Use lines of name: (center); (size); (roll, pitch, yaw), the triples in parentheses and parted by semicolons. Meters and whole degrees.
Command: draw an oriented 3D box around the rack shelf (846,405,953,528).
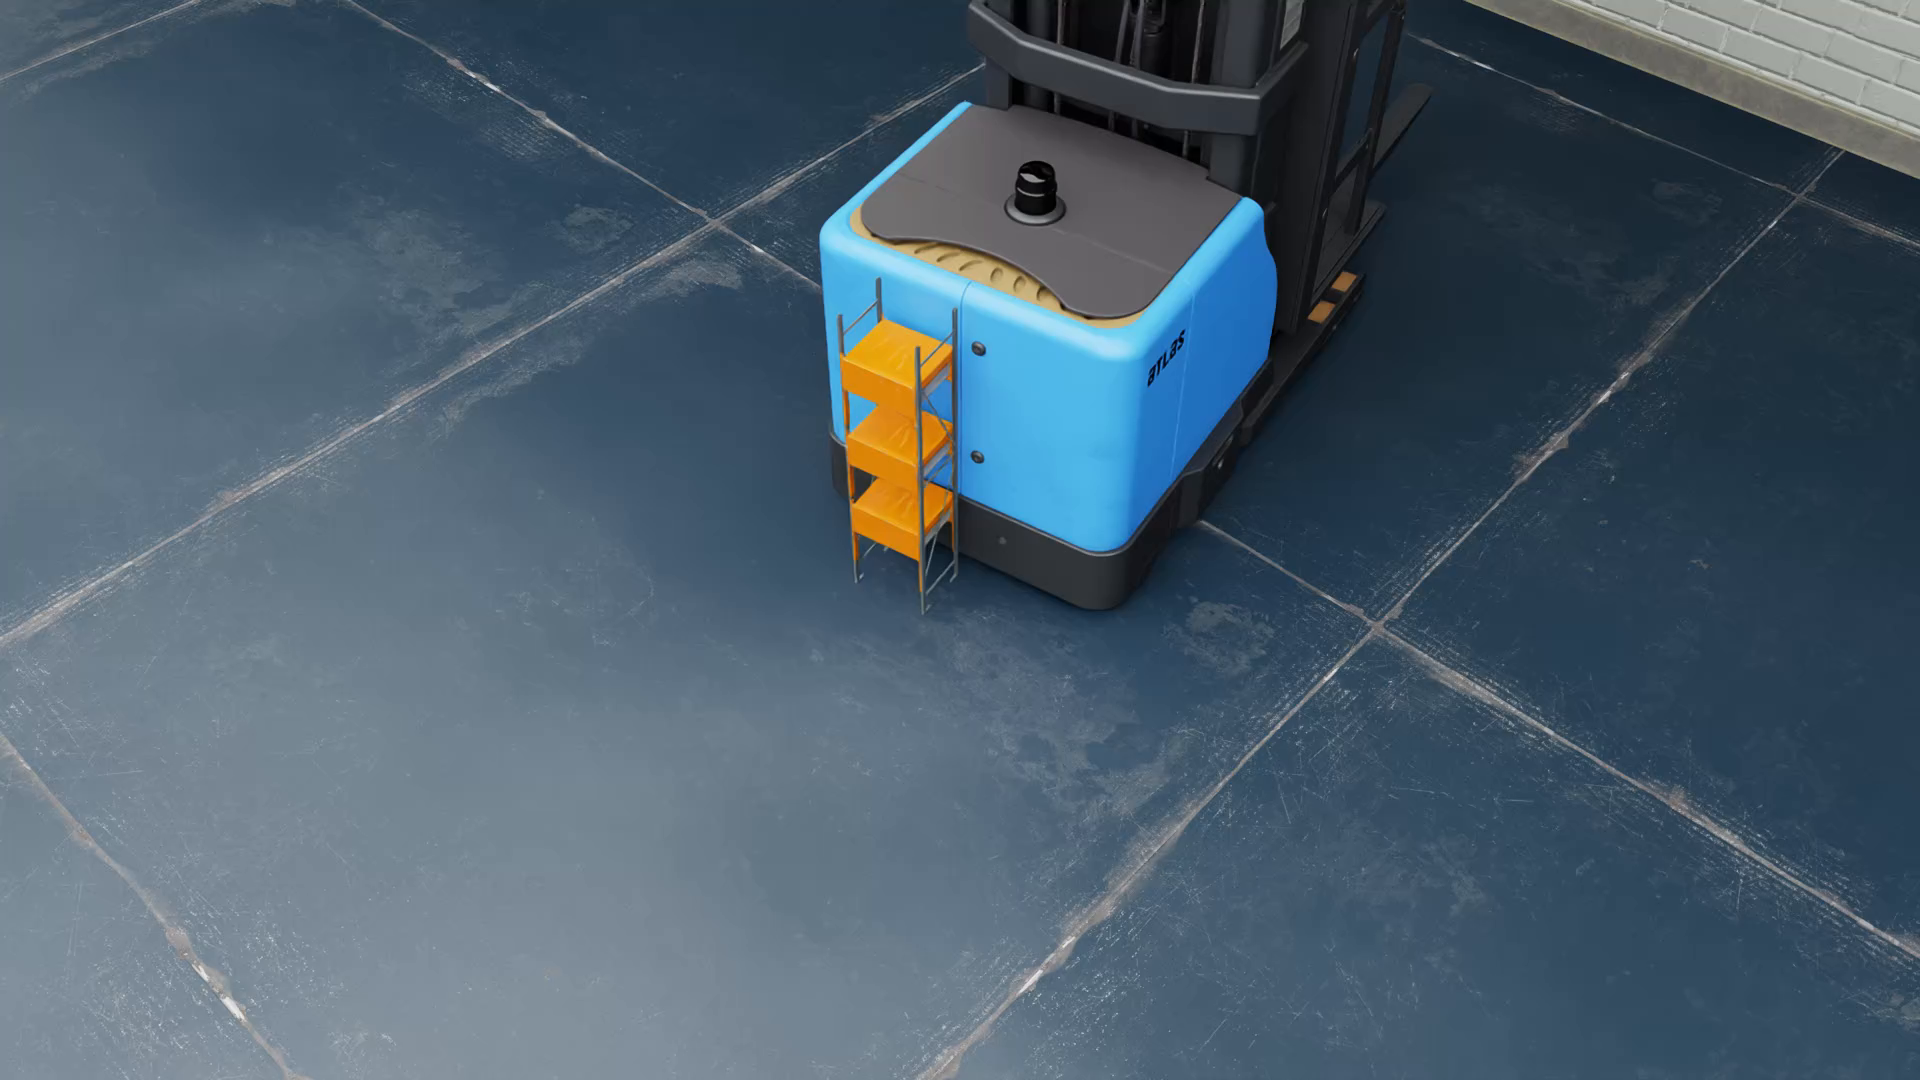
rack shelf: (-0.164, -0.233, 4.763); (0.240, 0.259, 0.215); (24, 52, 21)

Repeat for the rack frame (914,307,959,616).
rack frame: (-0.061, -0.194, 4.711); (0.008, 1.050, 0.200); (24, 52, 21)

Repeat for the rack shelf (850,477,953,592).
rack shelf: (-0.164, -0.043, 4.966); (0.240, 0.259, 0.215); (24, 52, 21)

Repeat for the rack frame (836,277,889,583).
rack frame: (-0.268, -0.288, 4.800); (0.008, 1.050, 0.200); (24, 52, 21)

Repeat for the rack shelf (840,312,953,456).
rack shelf: (-0.165, -0.427, 4.556); (0.240, 0.259, 0.215); (24, 52, 21)

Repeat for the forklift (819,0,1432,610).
forklift: (0.799, -1.854, 4.980); (1.130, 2.935, 3.031); (24, 51, 21)

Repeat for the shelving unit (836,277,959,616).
shelving unit: (-0.165, -0.241, 4.756); (0.252, 1.050, 0.215); (24, 52, 21)
